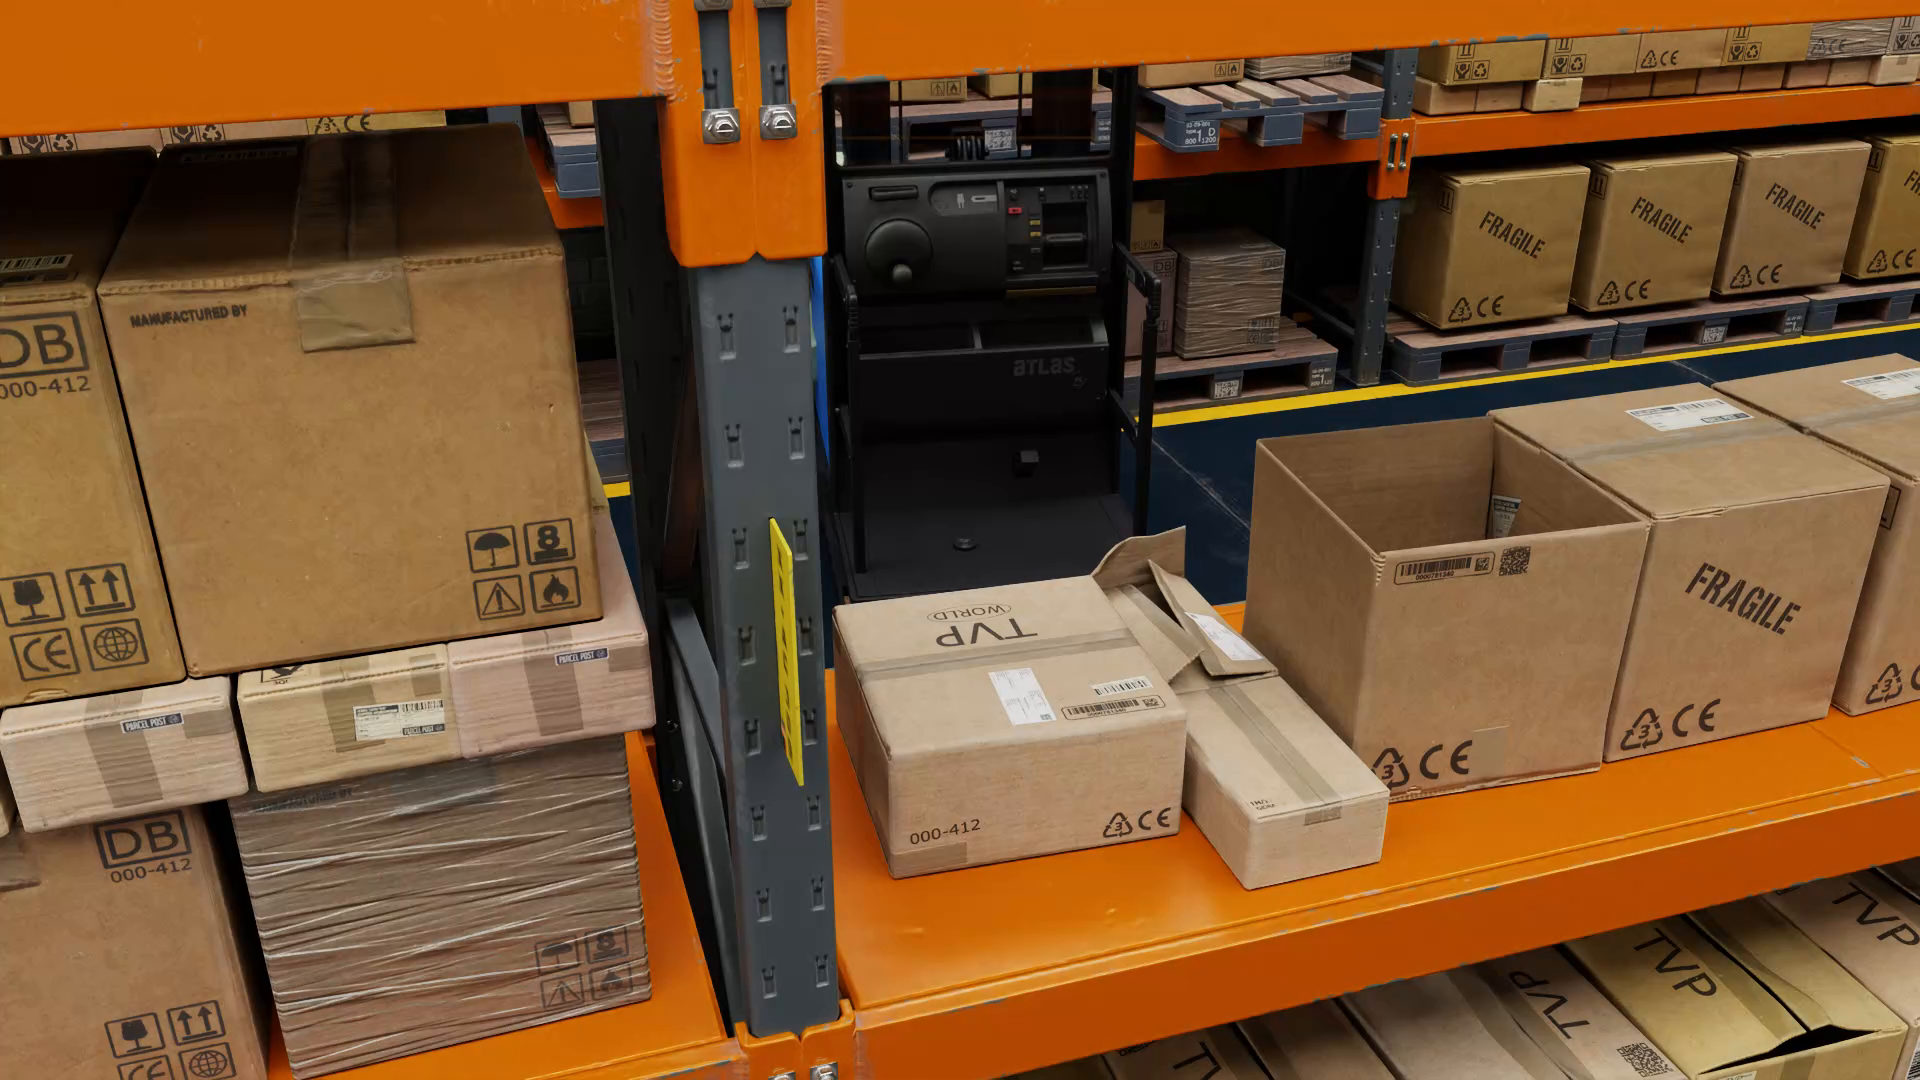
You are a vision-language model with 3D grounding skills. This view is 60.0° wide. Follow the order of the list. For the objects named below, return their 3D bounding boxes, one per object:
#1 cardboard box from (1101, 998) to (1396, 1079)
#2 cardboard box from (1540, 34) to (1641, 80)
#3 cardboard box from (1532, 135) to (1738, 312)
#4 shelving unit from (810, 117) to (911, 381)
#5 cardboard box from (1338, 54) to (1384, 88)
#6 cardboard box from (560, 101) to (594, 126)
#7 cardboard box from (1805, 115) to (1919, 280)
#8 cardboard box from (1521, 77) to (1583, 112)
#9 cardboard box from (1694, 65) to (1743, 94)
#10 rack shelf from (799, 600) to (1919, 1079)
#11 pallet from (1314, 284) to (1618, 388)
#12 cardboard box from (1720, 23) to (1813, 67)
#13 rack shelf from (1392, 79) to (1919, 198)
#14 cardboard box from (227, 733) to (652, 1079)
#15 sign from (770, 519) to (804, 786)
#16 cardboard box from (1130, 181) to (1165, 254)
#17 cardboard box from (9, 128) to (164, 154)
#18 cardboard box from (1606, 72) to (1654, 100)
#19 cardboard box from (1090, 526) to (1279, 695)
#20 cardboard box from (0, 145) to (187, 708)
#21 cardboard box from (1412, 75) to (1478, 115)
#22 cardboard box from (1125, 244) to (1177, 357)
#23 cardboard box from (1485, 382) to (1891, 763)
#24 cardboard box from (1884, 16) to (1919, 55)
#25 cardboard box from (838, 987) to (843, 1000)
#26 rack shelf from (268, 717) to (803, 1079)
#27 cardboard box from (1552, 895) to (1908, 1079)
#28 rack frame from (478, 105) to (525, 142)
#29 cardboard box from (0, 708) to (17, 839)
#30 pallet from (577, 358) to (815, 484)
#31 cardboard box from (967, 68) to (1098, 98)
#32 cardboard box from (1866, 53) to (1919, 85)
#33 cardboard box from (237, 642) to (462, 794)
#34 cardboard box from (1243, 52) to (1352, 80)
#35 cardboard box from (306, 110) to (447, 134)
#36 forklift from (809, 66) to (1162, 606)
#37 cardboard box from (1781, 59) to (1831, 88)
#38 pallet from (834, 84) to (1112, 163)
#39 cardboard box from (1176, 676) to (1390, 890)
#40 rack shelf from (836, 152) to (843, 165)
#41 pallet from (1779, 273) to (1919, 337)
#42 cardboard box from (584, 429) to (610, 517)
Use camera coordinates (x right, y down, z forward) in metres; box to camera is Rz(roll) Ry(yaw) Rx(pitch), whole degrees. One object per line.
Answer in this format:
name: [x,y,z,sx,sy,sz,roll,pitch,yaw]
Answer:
cardboard box: [0.563,1.103,3.145,0.500,0.311,0.500,-9,28,-17]
cardboard box: [2.923,-2.530,8.003,0.500,0.500,0.500,-7,27,-14]
cardboard box: [3.456,-1.705,8.756,0.750,0.750,0.750,-8,28,-16]
shelving unit: [-0.680,-1.042,6.931,0.755,1.500,0.431,-15,37,-29]
cardboard box: [2.111,-2.366,8.402,0.250,0.149,0.380,-8,27,-15]
cardboard box: [-1.428,-2.063,6.925,0.500,0.500,0.700,-8,28,-16]
cardboard box: [5.106,-1.948,9.245,0.750,0.750,0.750,-8,27,-15]
cardboard box: [2.787,-2.192,8.052,0.250,0.149,0.380,-7,27,-15]
cardboard box: [3.721,-2.376,8.422,0.250,0.149,0.380,-8,28,-16]
rack shelf: [1.517,0.376,3.429,4.000,0.370,1.077,-8,28,-16]
pallet: [2.654,-1.144,8.816,1.213,0.211,1.003,-8,28,-16]
cardboard box: [3.888,-2.673,8.291,0.500,0.500,0.500,-7,27,-15]
rack shelf: [3.783,-2.269,8.757,4.000,0.370,1.077,-8,28,-16]
cardboard box: [-0.805,0.348,2.564,0.500,0.500,0.700,-9,28,-17]
sign: [-0.212,0.140,2.032,0.005,0.325,0.100,-8,28,-16]
cardboard box: [0.651,-1.556,7.984,0.500,0.250,0.500,-8,27,-15]
cardboard box: [-3.231,-1.711,6.126,0.500,0.500,0.500,-9,28,-18]
cardboard box: [3.232,-2.318,8.306,0.250,0.149,0.380,-8,27,-15]
cardboard box: [0.394,0.190,3.145,0.258,0.266,0.396,-9,28,-17]
cardboard box: [-1.285,-0.163,2.134,0.500,0.500,0.700,-8,28,-16]
cardboard box: [2.266,-2.160,7.987,0.250,0.149,0.380,-9,28,-17]
cardboard box: [0.687,-1.251,8.212,0.500,0.500,0.700,-8,28,-16]
cardboard box: [1.328,0.044,3.177,0.500,0.500,0.500,-8,28,-16]
cardboard box: [4.841,-2.809,8.566,0.500,0.500,0.500,-8,28,-16]
cardboard box: [-0.089,0.944,3.464,0.500,0.311,0.500,-8,28,-16]
rack shelf: [-2.287,0.926,2.320,4.000,0.370,1.077,-8,28,-16]
cardboard box: [1.547,0.957,3.438,0.500,0.311,0.500,-7,27,-15]
rack frame: [-1.922,-1.765,6.932,0.127,3.000,1.000,-8,28,-16]
cardboard box: [-1.311,0.228,2.075,0.250,0.149,0.380,-8,28,-16]
pallet: [-1.183,-0.624,7.770,1.213,0.211,1.003,-8,28,-16]
cardboard box: [0.259,-2.308,7.418,0.500,0.500,0.700,-8,28,-16]
cardboard box: [4.725,-2.474,8.621,0.250,0.149,0.380,-8,28,-16]
cardboard box: [-0.813,0.155,2.223,0.250,0.149,0.380,-9,28,-17]
cardboard box: [1.437,-2.489,7.783,0.500,0.500,0.700,-12,29,-22]
cardboard box: [-2.276,-1.847,6.400,0.500,0.500,0.500,-8,28,-16]
forklift: [0.100,-1.038,5.545,1.130,2.935,3.031,-4,27,-8]
cardboard box: [4.229,-2.441,8.553,0.250,0.149,0.380,-9,28,-18]
pallet: [0.011,-1.940,7.501,1.213,0.211,1.003,-8,28,-16]
cardboard box: [0.521,0.406,2.842,0.250,0.149,0.380,-8,28,-16]
rack shelf: [-0.648,-1.372,6.724,0.720,0.370,0.431,-15,37,-29]
pallet: [4.974,-1.480,9.493,1.213,0.211,1.003,-8,28,-16]
cardboard box: [-0.700,-0.052,2.639,0.250,0.149,0.380,-8,28,-16]
